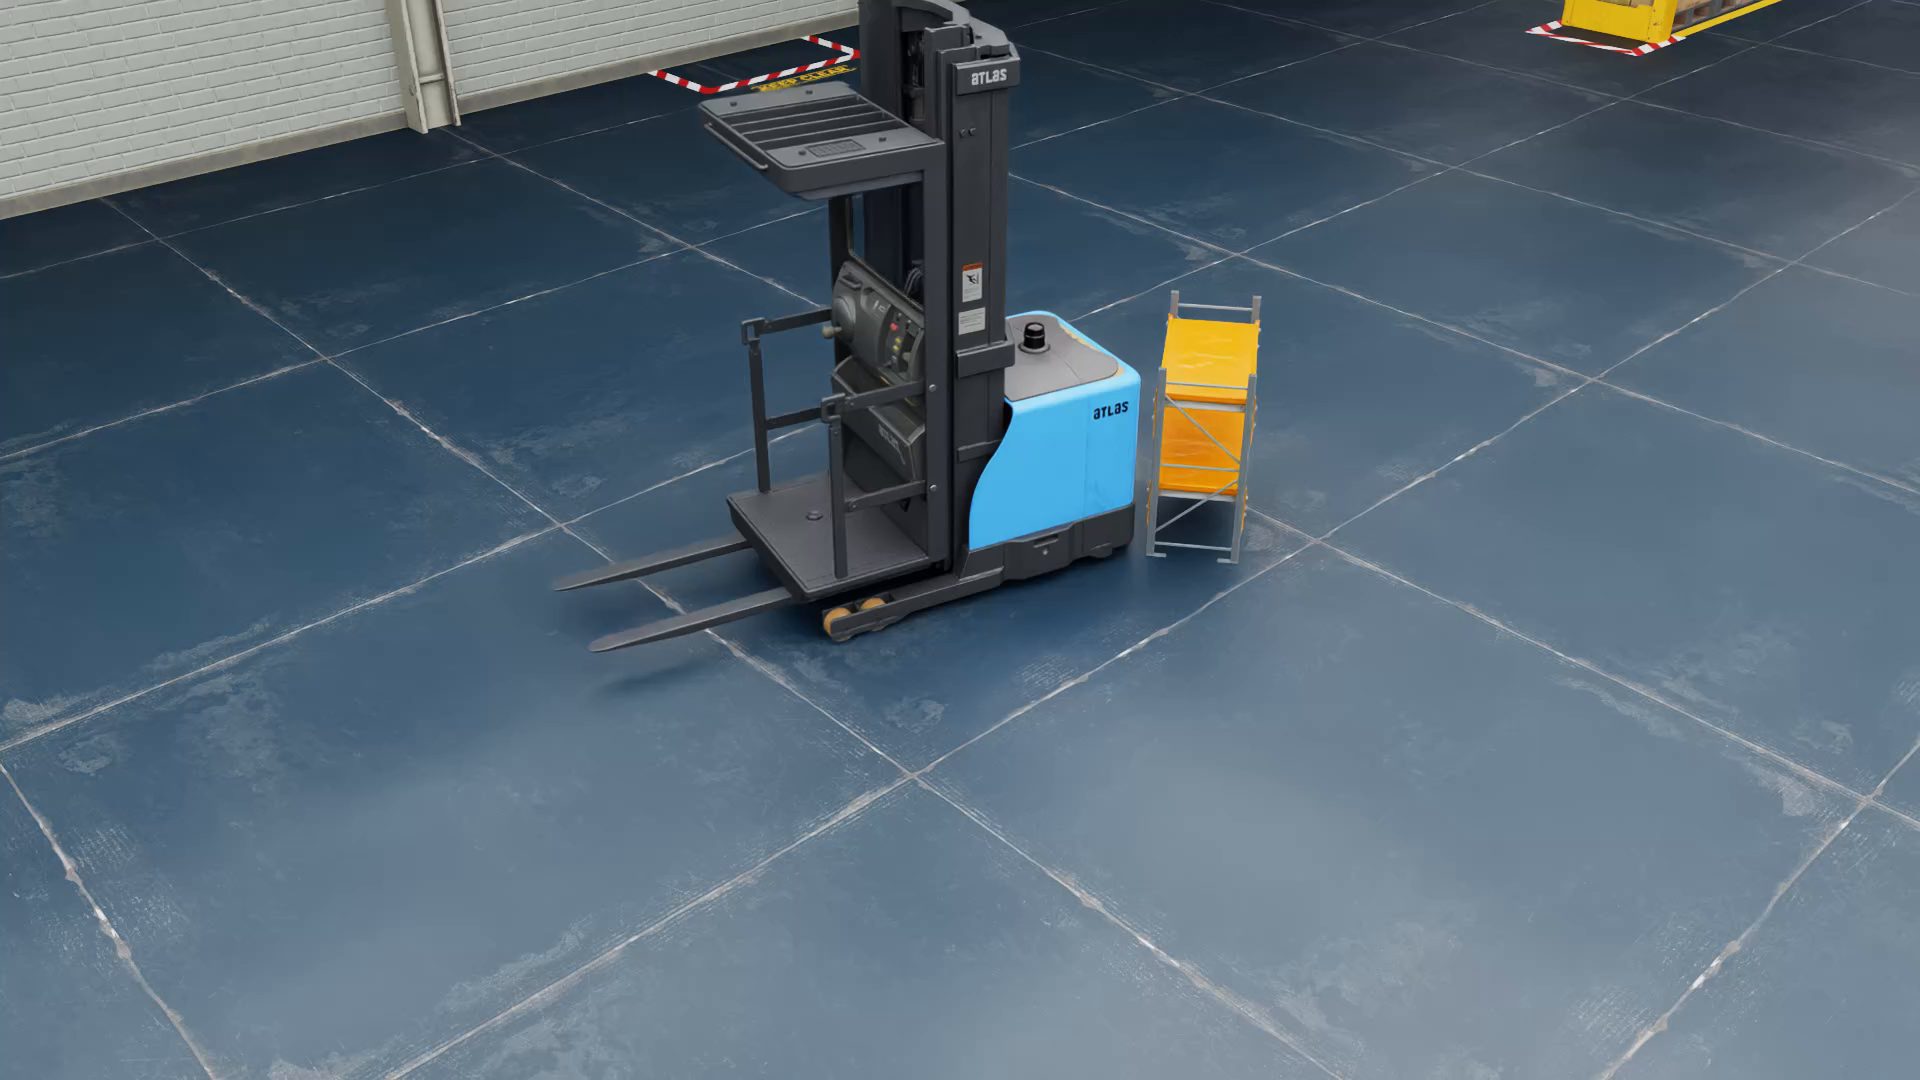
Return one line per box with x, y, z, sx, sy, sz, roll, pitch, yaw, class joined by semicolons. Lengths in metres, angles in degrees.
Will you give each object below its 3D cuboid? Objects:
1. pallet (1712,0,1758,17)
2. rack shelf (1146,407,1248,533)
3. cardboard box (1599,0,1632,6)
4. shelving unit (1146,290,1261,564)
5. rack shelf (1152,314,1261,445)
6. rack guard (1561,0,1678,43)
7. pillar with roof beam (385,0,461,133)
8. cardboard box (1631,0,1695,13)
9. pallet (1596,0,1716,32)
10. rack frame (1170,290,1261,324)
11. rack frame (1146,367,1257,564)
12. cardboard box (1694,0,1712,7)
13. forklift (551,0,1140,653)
8.734;-6.487;19.655;1.213;0.211;1.003;-26;40;-35;pallet
1.353;-0.432;9.347;0.538;0.278;1.000;5;32;8;rack shelf
7.500;-6.268;18.858;0.500;0.250;0.500;-26;40;-35;cardboard box
1.353;-0.641;9.220;0.538;1.125;1.048;5;32;8;shelving unit
1.353;-0.890;9.067;0.538;0.278;1.000;5;32;8;rack shelf
7.290;-5.883;18.392;0.348;0.500;1.175;-26;40;-35;rack guard
-2.010;-6.087;10.579;0.400;9.000;9.100;-26;40;-35;pillar with roof beam
7.852;-6.070;18.534;0.500;0.250;0.500;-26;40;-35;cardboard box
7.840;-6.056;18.951;1.213;0.211;1.003;-26;40;-35;pallet
1.441;-0.902;9.647;0.500;1.125;0.032;5;32;8;rack frame
1.266;-0.379;8.792;0.500;1.125;0.032;5;32;8;rack frame
8.216;-6.248;18.826;0.500;0.250;0.500;-26;40;-35;cardboard box
-0.592;-1.053;8.163;3.031;2.935;1.130;-16;35;-24;forklift
